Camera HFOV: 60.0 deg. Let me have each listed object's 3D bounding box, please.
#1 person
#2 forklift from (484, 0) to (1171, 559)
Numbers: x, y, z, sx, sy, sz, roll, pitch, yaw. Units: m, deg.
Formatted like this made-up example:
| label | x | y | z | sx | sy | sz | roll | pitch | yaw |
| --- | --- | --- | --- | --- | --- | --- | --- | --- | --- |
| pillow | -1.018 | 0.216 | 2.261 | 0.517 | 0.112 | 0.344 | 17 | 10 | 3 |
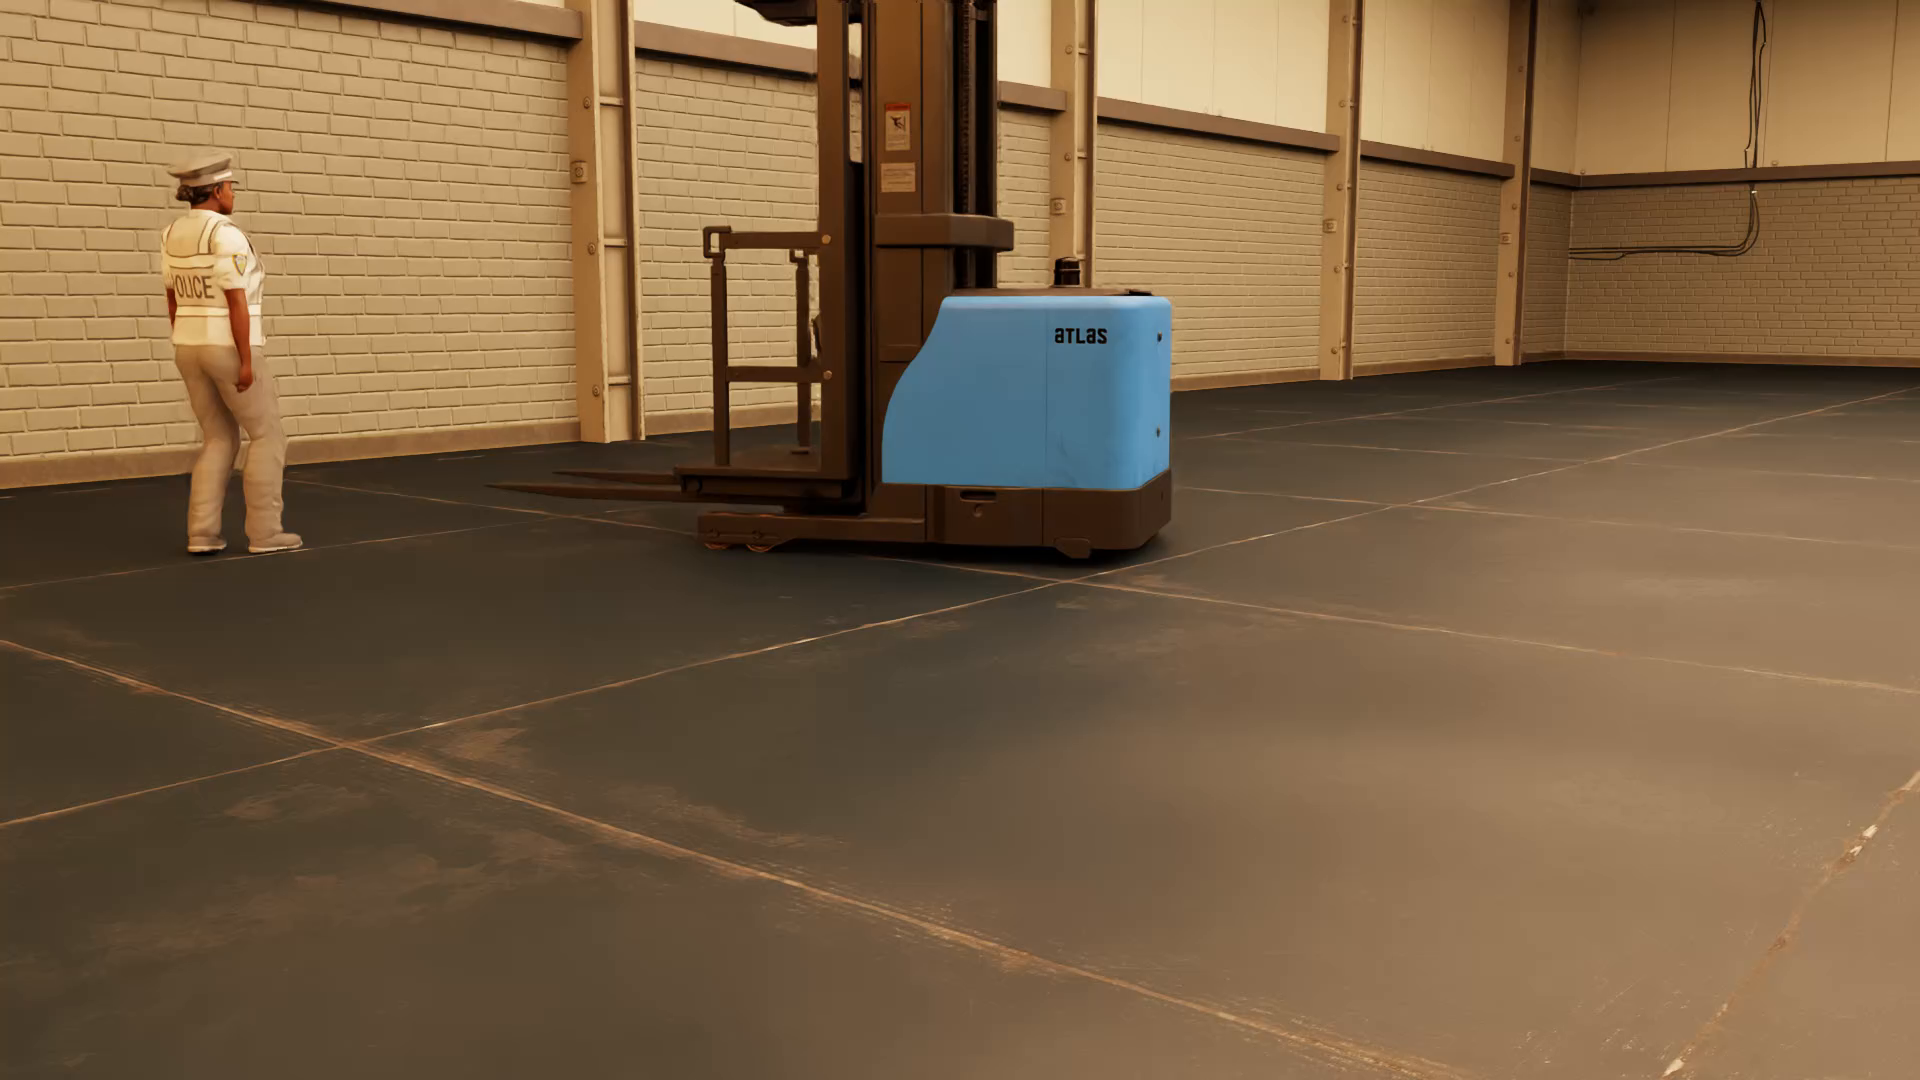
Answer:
| label | x | y | z | sx | sy | sz | roll | pitch | yaw |
| --- | --- | --- | --- | --- | --- | --- | --- | --- | --- |
| person | -3.094 | -0.781 | 7.022 | 0.495 | 1.680 | 0.452 | 5 | 10 | 29 |
| forklift | -0.623 | -1.467 | 7.309 | 3.031 | 2.935 | 1.130 | 2 | 9 | 15 |
